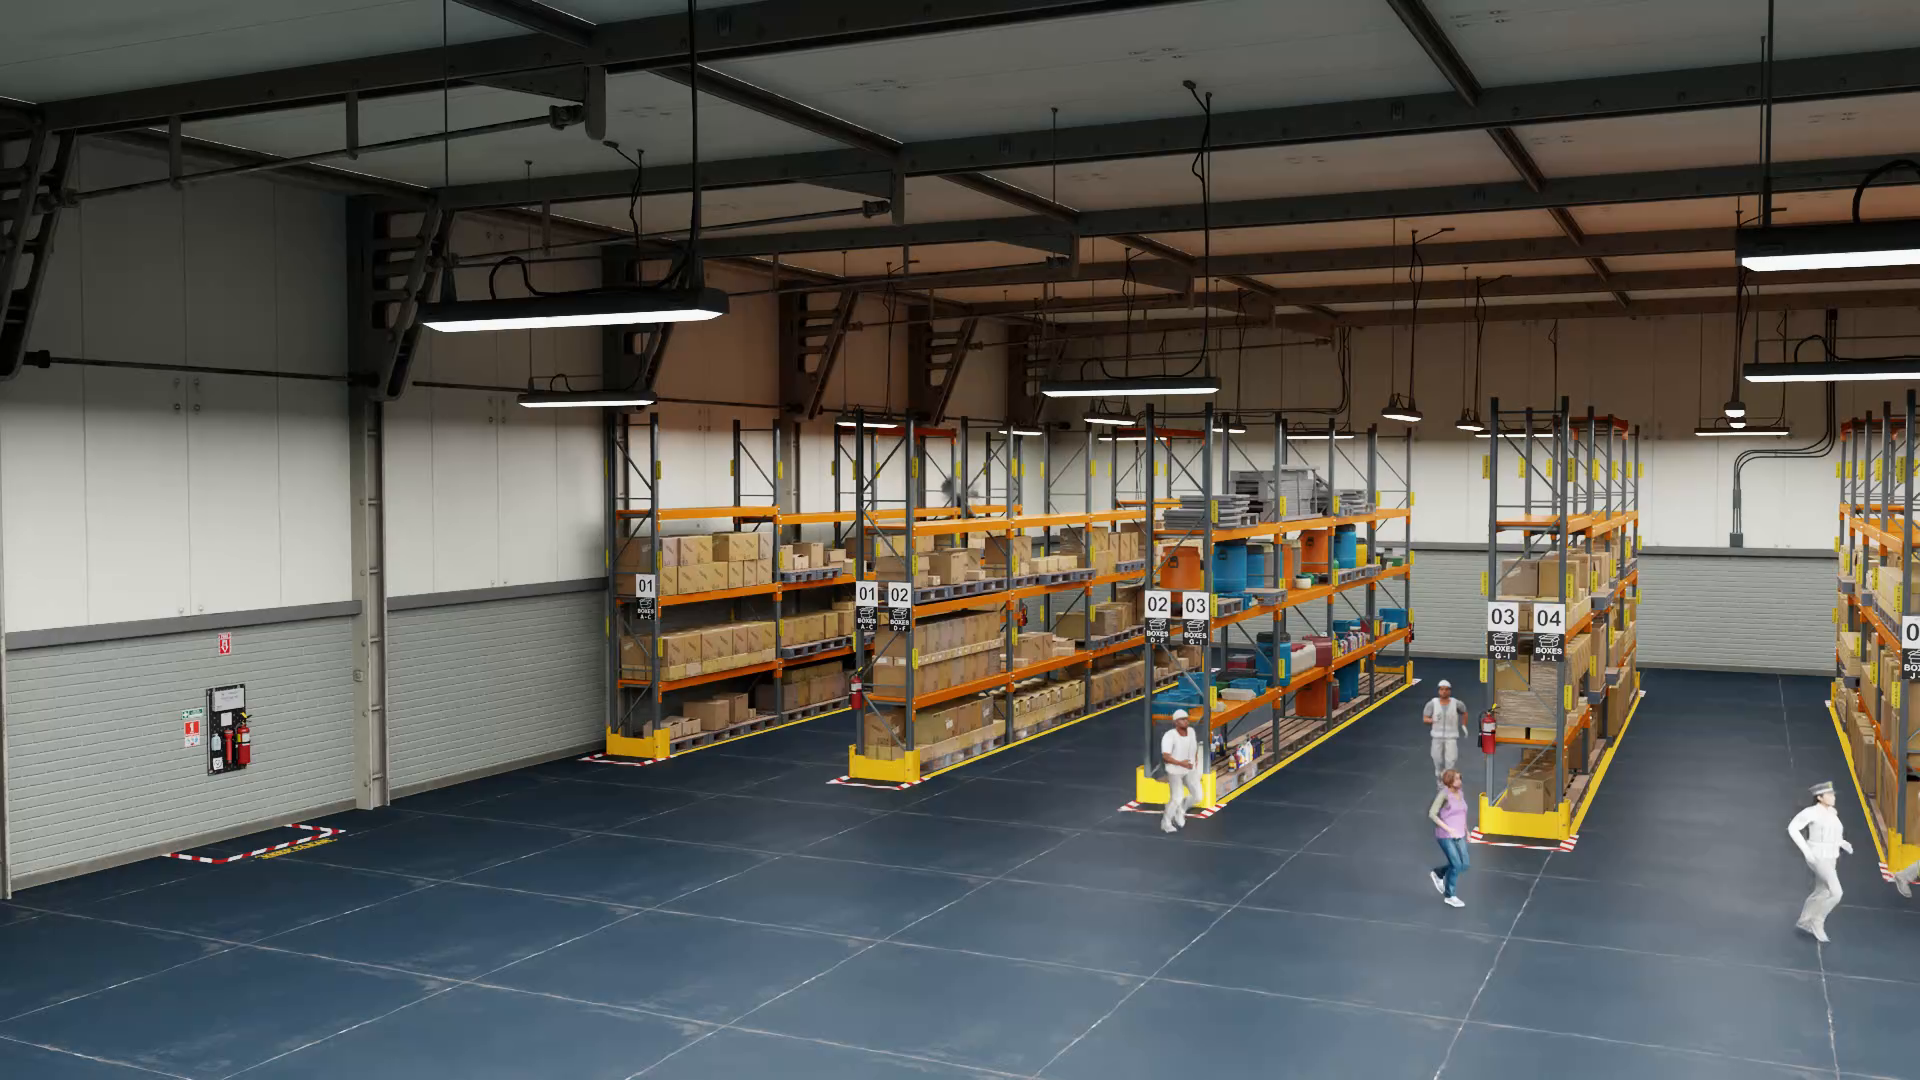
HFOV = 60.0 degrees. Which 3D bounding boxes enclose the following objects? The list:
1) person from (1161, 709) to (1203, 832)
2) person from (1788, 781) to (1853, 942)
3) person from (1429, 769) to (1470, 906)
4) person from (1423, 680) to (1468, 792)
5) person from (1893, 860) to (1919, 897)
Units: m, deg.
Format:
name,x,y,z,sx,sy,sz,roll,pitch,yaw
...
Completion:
name,x,y,z,sx,sy,sz,roll,pitch,yaw
person,3.071,3.169,22.802,0.726,1.710,0.741,-1,3,-29
person,9.195,3.422,17.733,0.612,1.724,0.595,-1,3,-32
person,5.607,3.415,19.174,0.559,1.565,0.544,-2,3,-35
person,7.348,3.040,25.188,0.648,1.845,0.799,1,3,23
person,11.155,3.378,18.937,0.615,1.687,0.935,-1,2,-12
